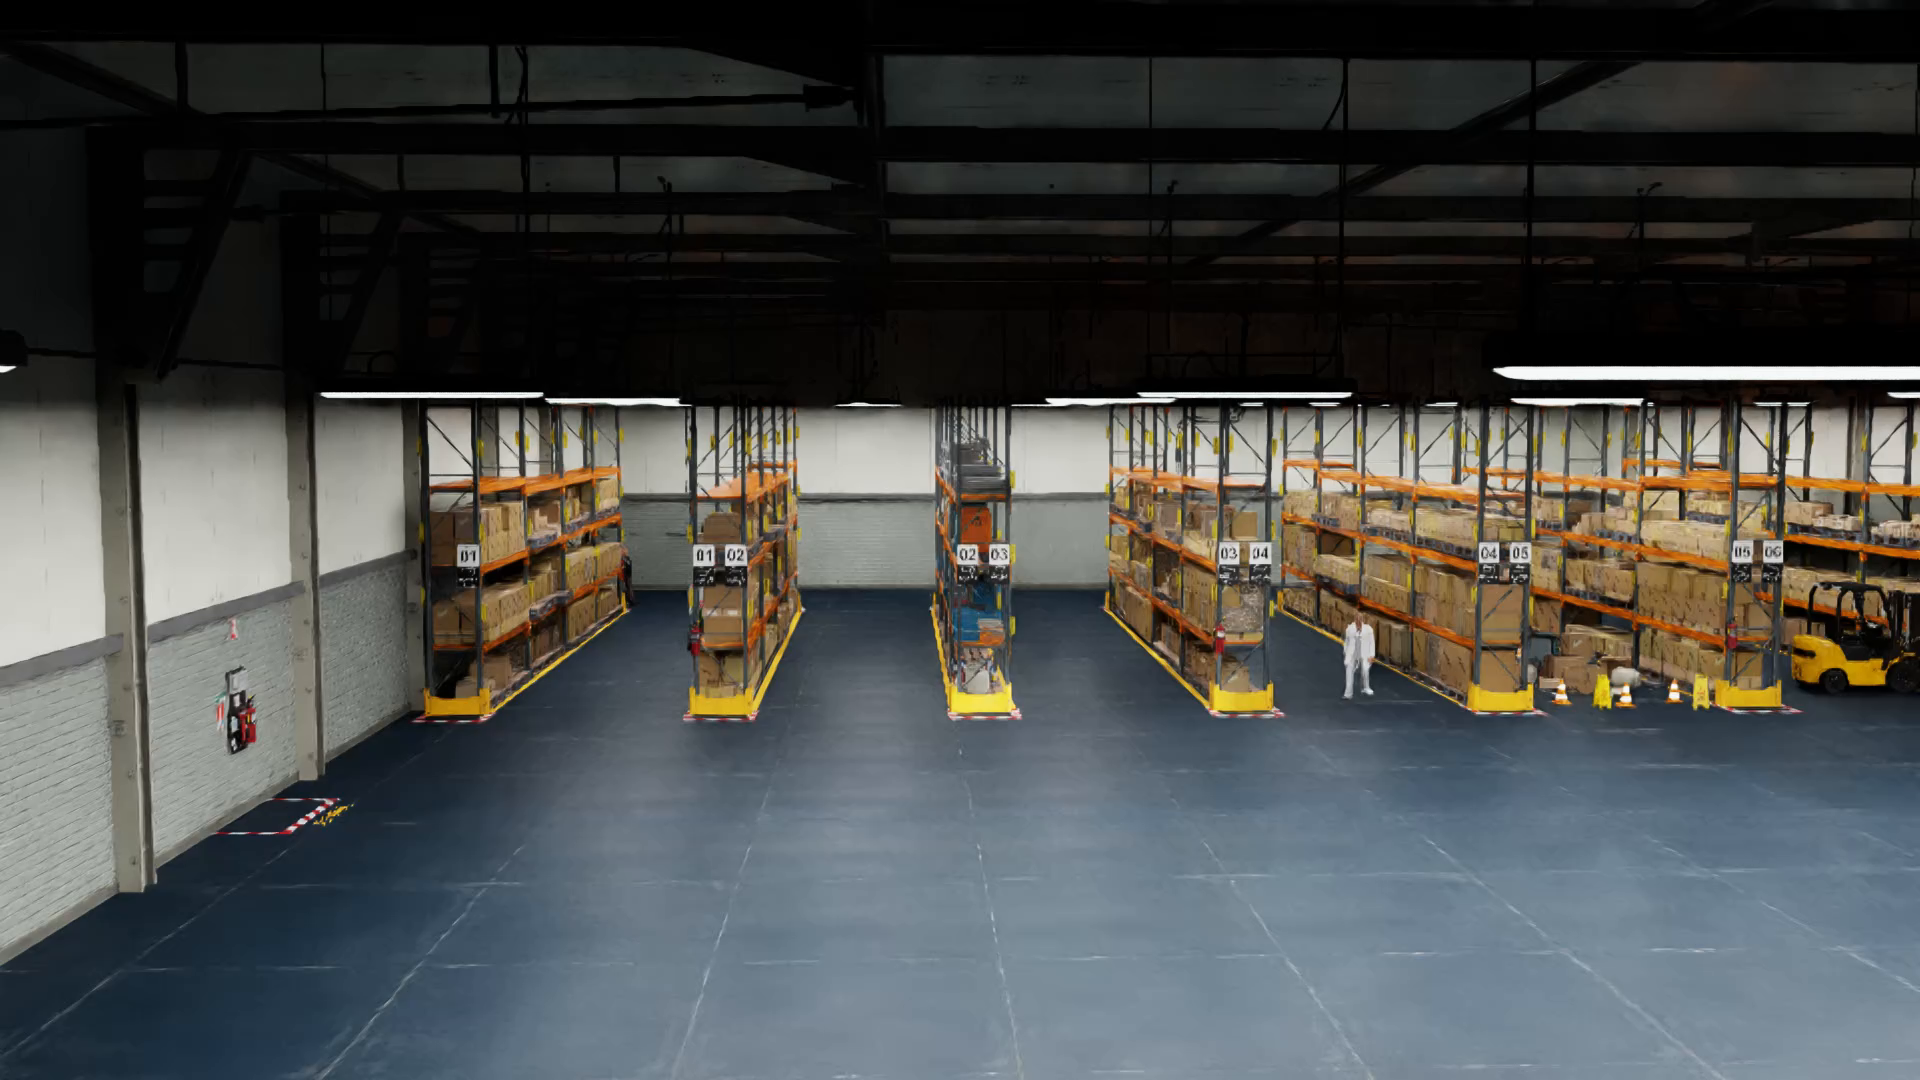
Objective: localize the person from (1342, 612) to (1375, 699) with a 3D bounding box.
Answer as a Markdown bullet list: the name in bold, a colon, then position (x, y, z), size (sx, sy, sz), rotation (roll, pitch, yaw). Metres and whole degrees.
- **person**: position (7.902, 2.274, 32.956), size (0.633, 1.735, 1.042), rotation (2, 5, 20)

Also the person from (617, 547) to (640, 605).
- **person**: position (-9.708, 1.059, 48.234), size (0.534, 1.713, 0.710), rotation (3, 5, 31)

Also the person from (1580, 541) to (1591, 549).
- **person**: position (19.803, 0.758, 52.645), size (0.491, 1.661, 0.591), rotation (4, 6, 44)

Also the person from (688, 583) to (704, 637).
- **person**: position (-6.416, 1.636, 40.845), size (0.553, 1.707, 1.104), rotation (0, 4, 0)
